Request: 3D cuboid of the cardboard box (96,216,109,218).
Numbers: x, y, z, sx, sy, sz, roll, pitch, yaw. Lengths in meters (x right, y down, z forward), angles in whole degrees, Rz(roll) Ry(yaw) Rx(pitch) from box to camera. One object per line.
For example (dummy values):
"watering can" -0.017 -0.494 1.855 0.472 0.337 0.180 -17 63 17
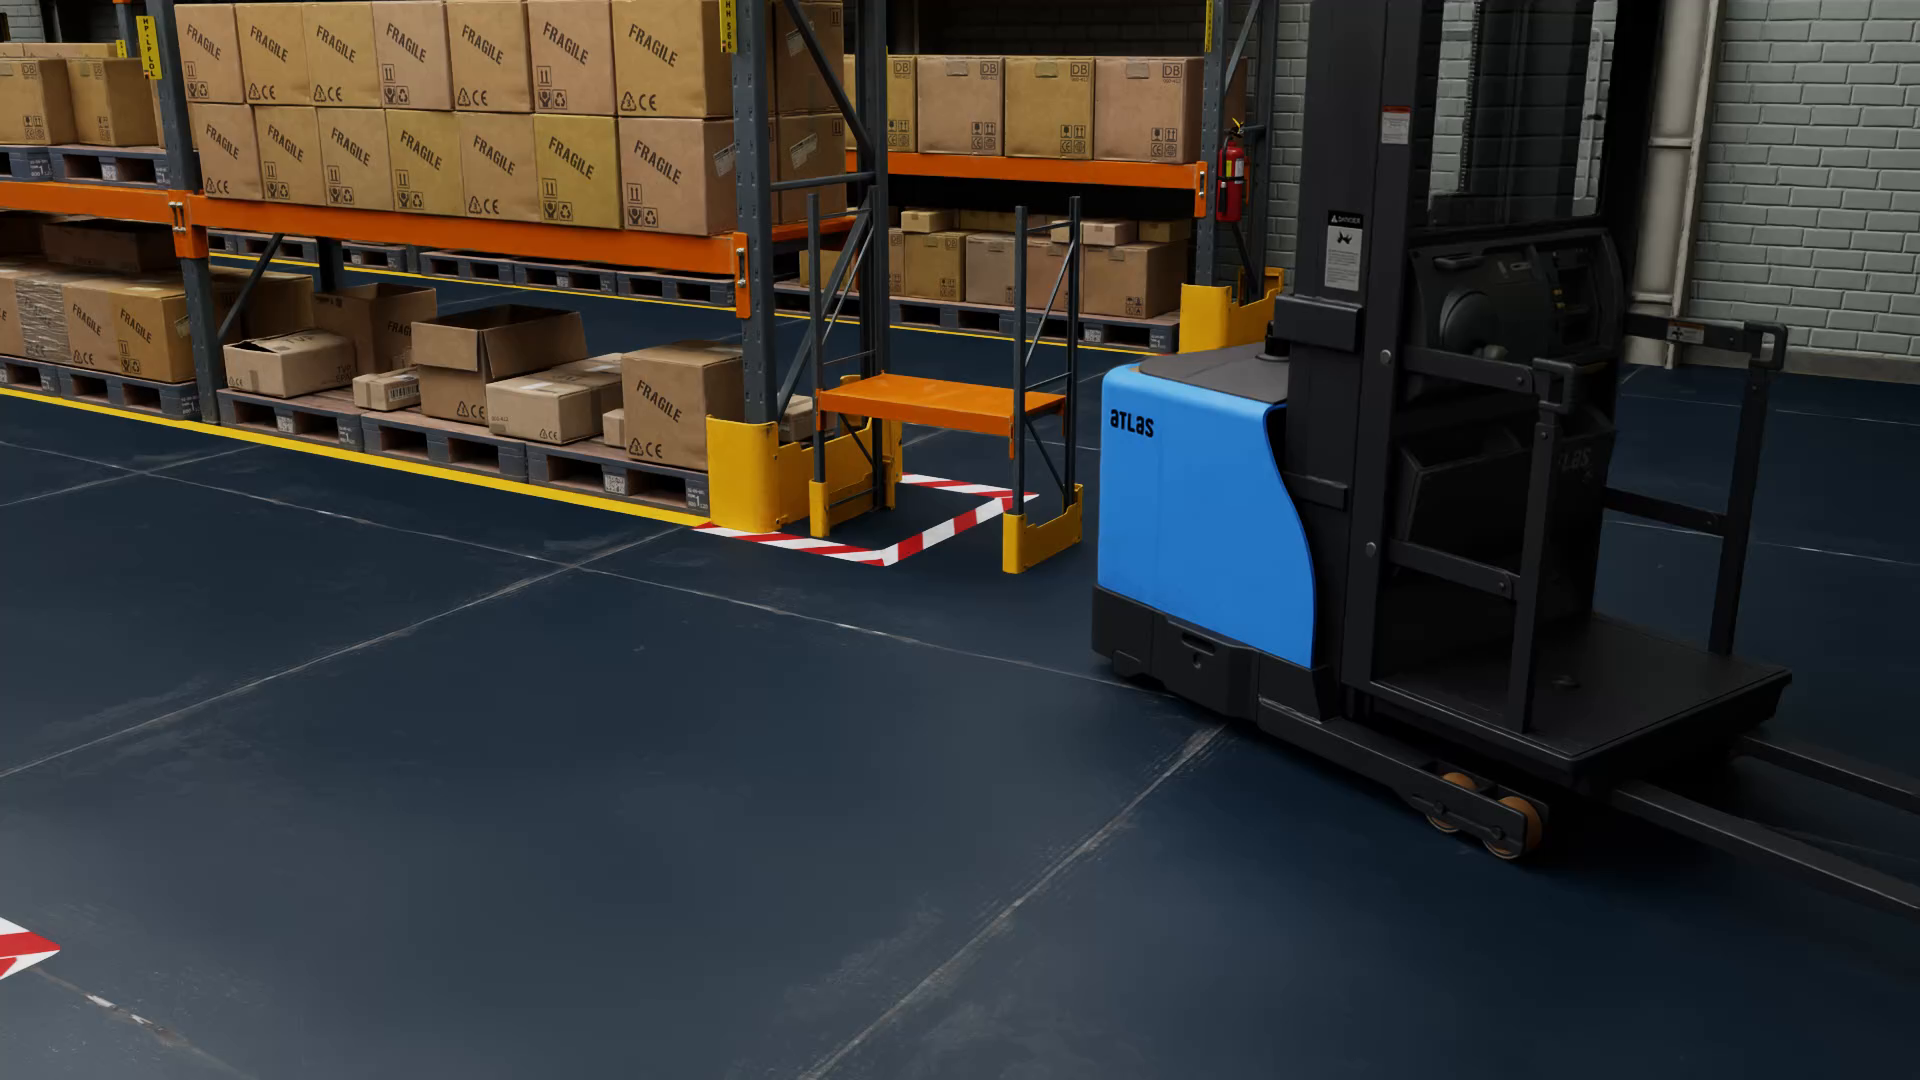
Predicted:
"cardboard box" -9.194 -3.831 18.375 0.500 0.500 0.500 8 19 26

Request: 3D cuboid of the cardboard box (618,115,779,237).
"cardboard box" -1.177 -1.664 7.527 0.500 0.500 0.500 11 20 32

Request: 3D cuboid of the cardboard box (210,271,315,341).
"cardboard box" -4.346 -1.372 10.282 0.500 0.500 0.500 9 19 28

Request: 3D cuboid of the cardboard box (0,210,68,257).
"cardboard box" -6.500 -2.114 11.433 0.500 0.250 0.500 11 20 32

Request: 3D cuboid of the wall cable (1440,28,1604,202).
"wall cable" 3.523 -3.369 11.562 1.851 1.984 0.084 10 20 30

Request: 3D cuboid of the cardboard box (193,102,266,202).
"cardboard box" -3.770 -2.127 9.050 0.500 0.500 0.500 11 20 31

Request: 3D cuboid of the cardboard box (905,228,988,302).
"cardboard box" -0.026 -2.161 12.914 0.500 0.500 0.700 11 20 31

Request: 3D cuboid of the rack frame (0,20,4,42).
"rack frame" -11.697 -5.277 19.592 0.127 3.000 1.000 10 20 30

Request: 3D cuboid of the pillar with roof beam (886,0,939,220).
"pillar with roof beam" -2.676 -5.363 9.555 0.400 9.000 9.100 10 20 30

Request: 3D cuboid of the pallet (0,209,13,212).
"pallet" -10.959 -3.799 19.523 1.213 0.211 1.003 10 20 30

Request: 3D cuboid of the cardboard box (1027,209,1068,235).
"cardboard box" 0.637 -2.424 12.663 0.250 0.149 0.380 10 20 31

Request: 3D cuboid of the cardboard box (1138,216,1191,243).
"cardboard box" 1.499 -2.270 12.157 0.250 0.149 0.380 10 20 30

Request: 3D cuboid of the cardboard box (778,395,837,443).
"cardboard box" -0.830 -0.611 8.379 0.250 0.149 0.380 10 20 30

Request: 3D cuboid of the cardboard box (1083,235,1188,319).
"cardboard box" 1.288 -1.930 12.151 0.500 0.500 0.700 10 20 30

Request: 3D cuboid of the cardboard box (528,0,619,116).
"cardboard box" -1.607 -2.218 7.630 0.500 0.500 0.500 11 20 32

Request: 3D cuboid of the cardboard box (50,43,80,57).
"cardboard box" -9.282 -5.035 17.728 0.500 0.500 0.500 10 20 30

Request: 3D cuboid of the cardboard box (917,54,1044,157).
"cardboard box" 0.226 -3.288 12.528 0.700 0.700 0.980 9 19 27

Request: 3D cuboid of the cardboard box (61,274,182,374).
"cardboard box" -5.049 -1.320 10.109 0.500 0.500 0.500 10 20 30

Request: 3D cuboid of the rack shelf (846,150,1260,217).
"rack shelf" 0.232 -2.803 12.686 4.000 0.370 1.077 10 20 30

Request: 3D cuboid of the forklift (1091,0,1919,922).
"forklift" 1.738 -0.695 4.627 1.130 2.935 3.031 -12 21 -34

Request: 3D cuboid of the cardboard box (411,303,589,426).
"cardboard box" -2.458 -0.956 8.904 0.637 0.503 0.797 10 20 30

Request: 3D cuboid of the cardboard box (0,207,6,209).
"cardboard box" -11.155 -4.073 19.499 0.500 0.311 0.500 8 19 24

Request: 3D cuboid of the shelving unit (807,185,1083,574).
"shelving unit" -0.065 -0.729 7.201 1.083 1.500 0.587 10 20 30

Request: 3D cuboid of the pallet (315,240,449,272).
"pallet" -5.546 -2.845 16.383 1.213 0.211 1.003 10 20 30

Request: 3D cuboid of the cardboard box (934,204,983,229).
"cardboard box" -0.018 -2.541 13.046 0.250 0.149 0.380 10 20 31

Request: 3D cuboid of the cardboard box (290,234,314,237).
"cardboard box" -6.338 -3.347 16.781 0.500 0.500 0.700 10 20 30

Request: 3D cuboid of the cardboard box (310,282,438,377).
"cardboard box" -3.427 -1.222 9.787 0.500 0.500 0.500 10 20 30

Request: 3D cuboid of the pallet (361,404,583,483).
"pallet" -2.433 -0.600 8.992 1.213 0.211 1.003 10 20 30

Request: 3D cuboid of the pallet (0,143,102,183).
"pallet" -5.810 -2.446 10.603 1.213 0.211 1.003 10 20 30

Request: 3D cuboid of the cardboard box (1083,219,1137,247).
"cardboard box" 1.083 -2.214 11.972 0.250 0.149 0.380 10 19 29

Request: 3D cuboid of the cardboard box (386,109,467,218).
"cardboard box" -2.472 -1.896 8.290 0.500 0.500 0.500 10 19 29

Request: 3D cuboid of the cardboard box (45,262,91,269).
"cardboard box" -5.659 -1.606 11.050 0.500 0.500 0.500 9 19 28

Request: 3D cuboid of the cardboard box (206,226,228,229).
"cardboard box" -7.653 -3.575 17.533 0.500 0.500 0.700 11 20 32

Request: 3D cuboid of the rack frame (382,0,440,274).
"rack frame" -4.880 -4.060 15.586 0.127 3.000 1.000 10 20 30

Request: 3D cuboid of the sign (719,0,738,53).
"sign" -0.960 -2.186 6.882 0.005 0.325 0.100 10 20 30

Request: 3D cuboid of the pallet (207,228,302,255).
"pallet" -7.625 -3.216 17.605 1.213 0.211 1.003 10 20 30

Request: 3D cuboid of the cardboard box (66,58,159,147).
"cardboard box" -4.967 -2.689 10.178 0.500 0.500 0.700 14 22 39

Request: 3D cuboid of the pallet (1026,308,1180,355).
"pallet" 1.214 -1.611 12.322 1.213 0.211 1.003 10 20 30

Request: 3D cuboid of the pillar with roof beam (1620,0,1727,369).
"pillar with roof beam" 2.437 -4.451 6.551 0.400 9.000 9.100 10 20 30

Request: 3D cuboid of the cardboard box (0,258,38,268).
"cardboard box" -6.358 -1.551 10.870 0.500 0.500 0.500 10 19 29

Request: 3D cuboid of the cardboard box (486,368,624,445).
"cardboard box" -2.039 -0.684 8.446 0.500 0.250 0.500 10 20 30

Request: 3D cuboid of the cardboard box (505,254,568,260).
"cardboard box" -3.579 -2.953 14.918 0.750 0.750 0.750 10 20 30

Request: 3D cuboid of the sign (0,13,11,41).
"sign" -11.390 -6.116 19.820 0.005 0.325 0.100 10 20 30

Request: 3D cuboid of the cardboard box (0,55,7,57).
"cardboard box" -6.874 -3.013 11.246 0.500 0.500 0.700 4 17 12

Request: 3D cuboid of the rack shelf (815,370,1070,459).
"rack shelf" -0.073 -0.559 7.258 1.000 0.185 0.538 10 20 30

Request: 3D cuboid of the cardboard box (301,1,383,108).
"cardboard box" -2.929 -2.452 8.401 0.500 0.500 0.500 9 19 28

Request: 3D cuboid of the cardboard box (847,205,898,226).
"cardboard box" -0.692 -2.530 13.012 0.250 0.149 0.380 11 20 32

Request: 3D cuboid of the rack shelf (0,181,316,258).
"rack shelf" -5.765 -2.184 10.648 4.000 0.370 1.077 10 20 30
